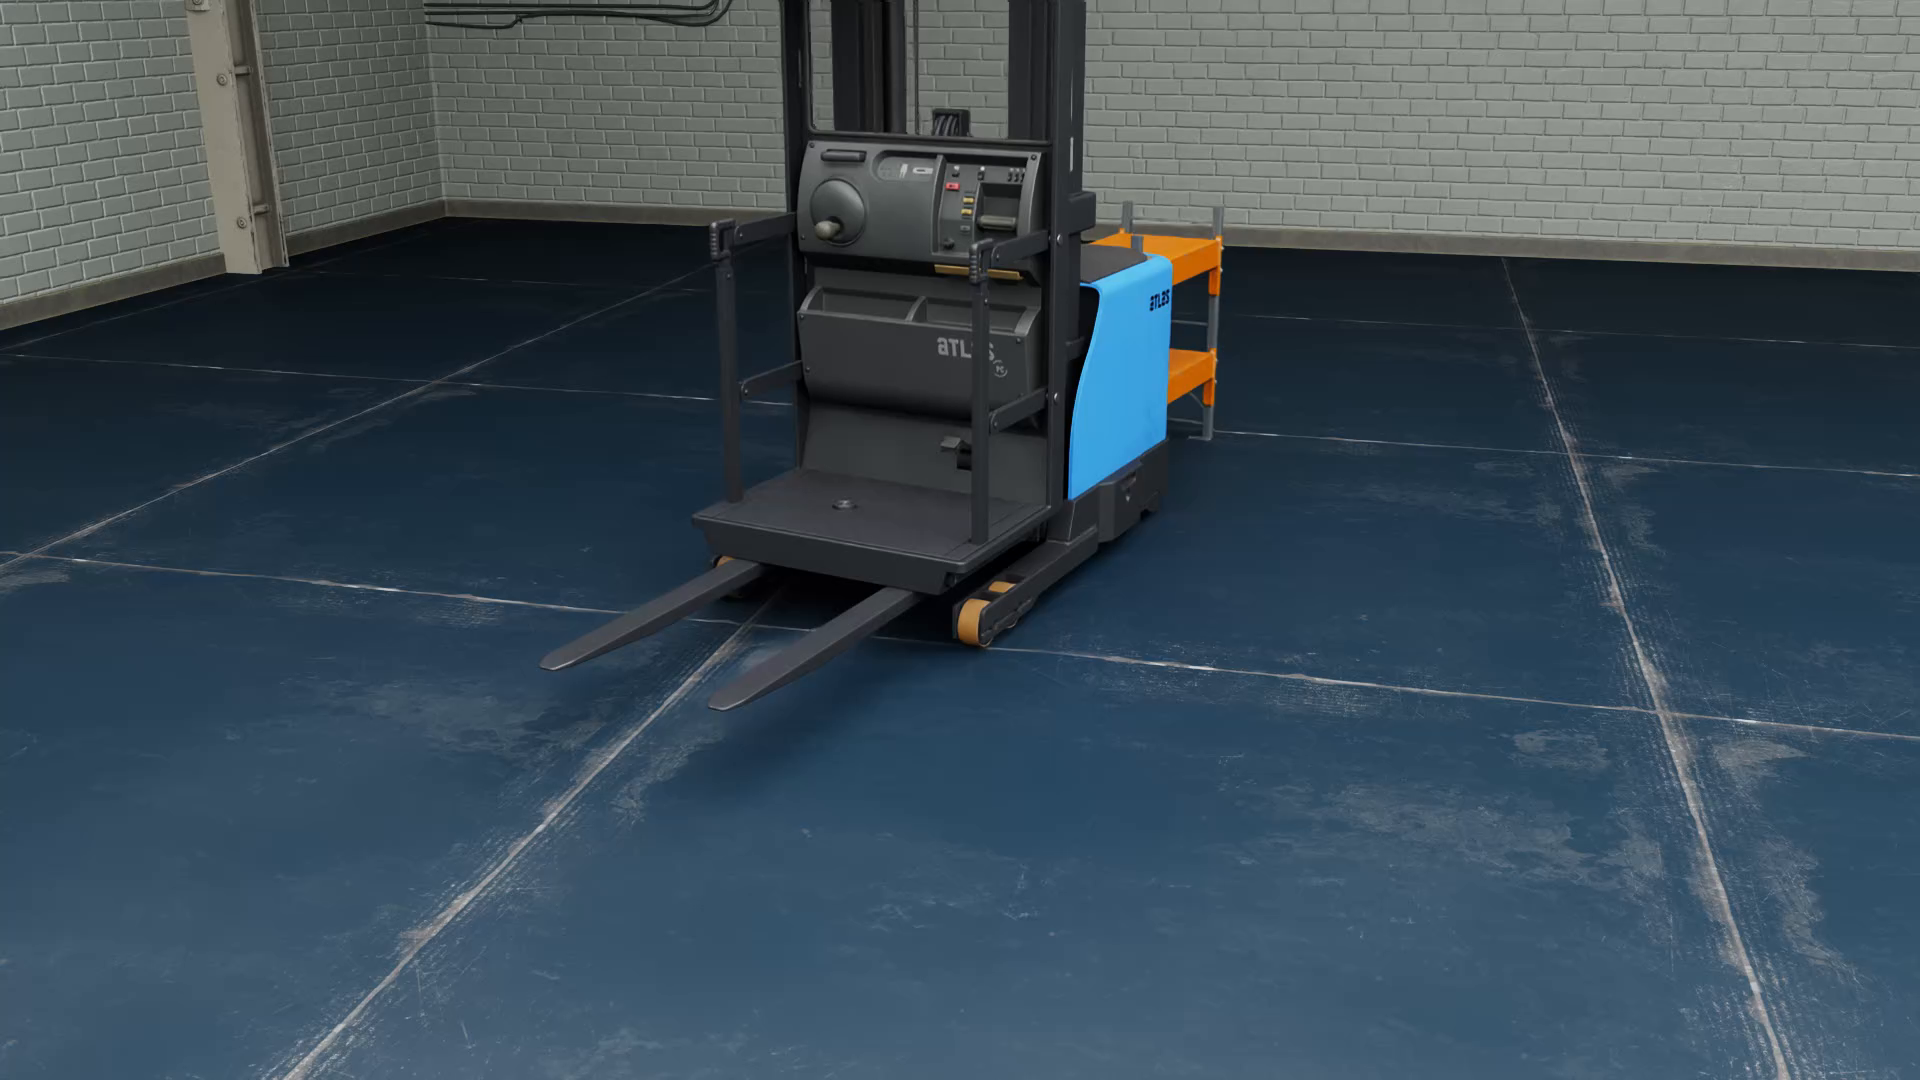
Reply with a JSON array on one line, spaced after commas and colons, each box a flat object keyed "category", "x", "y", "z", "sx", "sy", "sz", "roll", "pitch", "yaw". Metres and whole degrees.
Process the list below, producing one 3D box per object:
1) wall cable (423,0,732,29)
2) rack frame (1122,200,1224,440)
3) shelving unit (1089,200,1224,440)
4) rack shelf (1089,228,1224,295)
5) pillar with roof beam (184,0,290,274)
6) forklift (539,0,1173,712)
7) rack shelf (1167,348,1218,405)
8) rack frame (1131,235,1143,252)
[{"category": "wall cable", "x": -3.407, "y": -5.692, "z": 14.234, "sx": 3.097, "sy": 2.526, "sz": 0.112, "roll": 5, "pitch": 19, "yaw": 13}, {"category": "rack frame", "x": 1.006, "y": -1.059, "z": 8.049, "sx": 0.500, "sy": 1.125, "sz": 0.032, "roll": 10, "pitch": 21, "yaw": 26}, {"category": "shelving unit", "x": 0.770, "y": -0.914, "z": 7.623, "sx": 0.538, "sy": 1.125, "sz": 1.048, "roll": 10, "pitch": 21, "yaw": 26}, {"category": "rack shelf", "x": 0.770, "y": -1.191, "z": 7.528, "sx": 0.538, "sy": 0.278, "sz": 1.000, "roll": 10, "pitch": 21, "yaw": 26}, {"category": "pillar with roof beam", "x": -1.234, "y": -6.002, "z": 10.339, "sx": 9.100, "sy": 9.000, "sz": 0.400, "roll": 5, "pitch": 19, "yaw": 13}, {"category": "forklift", "x": -0.249, "y": -1.187, "z": 5.629, "sx": 1.130, "sy": 2.935, "sz": 3.031, "roll": 10, "pitch": 21, "yaw": 26}, {"category": "rack shelf", "x": 0.770, "y": -0.682, "z": 7.702, "sx": 0.538, "sy": 0.278, "sz": 1.000, "roll": 10, "pitch": 21, "yaw": 26}, {"category": "rack frame", "x": 0.535, "y": -0.768, "z": 7.197, "sx": 0.500, "sy": 1.125, "sz": 0.032, "roll": 10, "pitch": 21, "yaw": 26}]
